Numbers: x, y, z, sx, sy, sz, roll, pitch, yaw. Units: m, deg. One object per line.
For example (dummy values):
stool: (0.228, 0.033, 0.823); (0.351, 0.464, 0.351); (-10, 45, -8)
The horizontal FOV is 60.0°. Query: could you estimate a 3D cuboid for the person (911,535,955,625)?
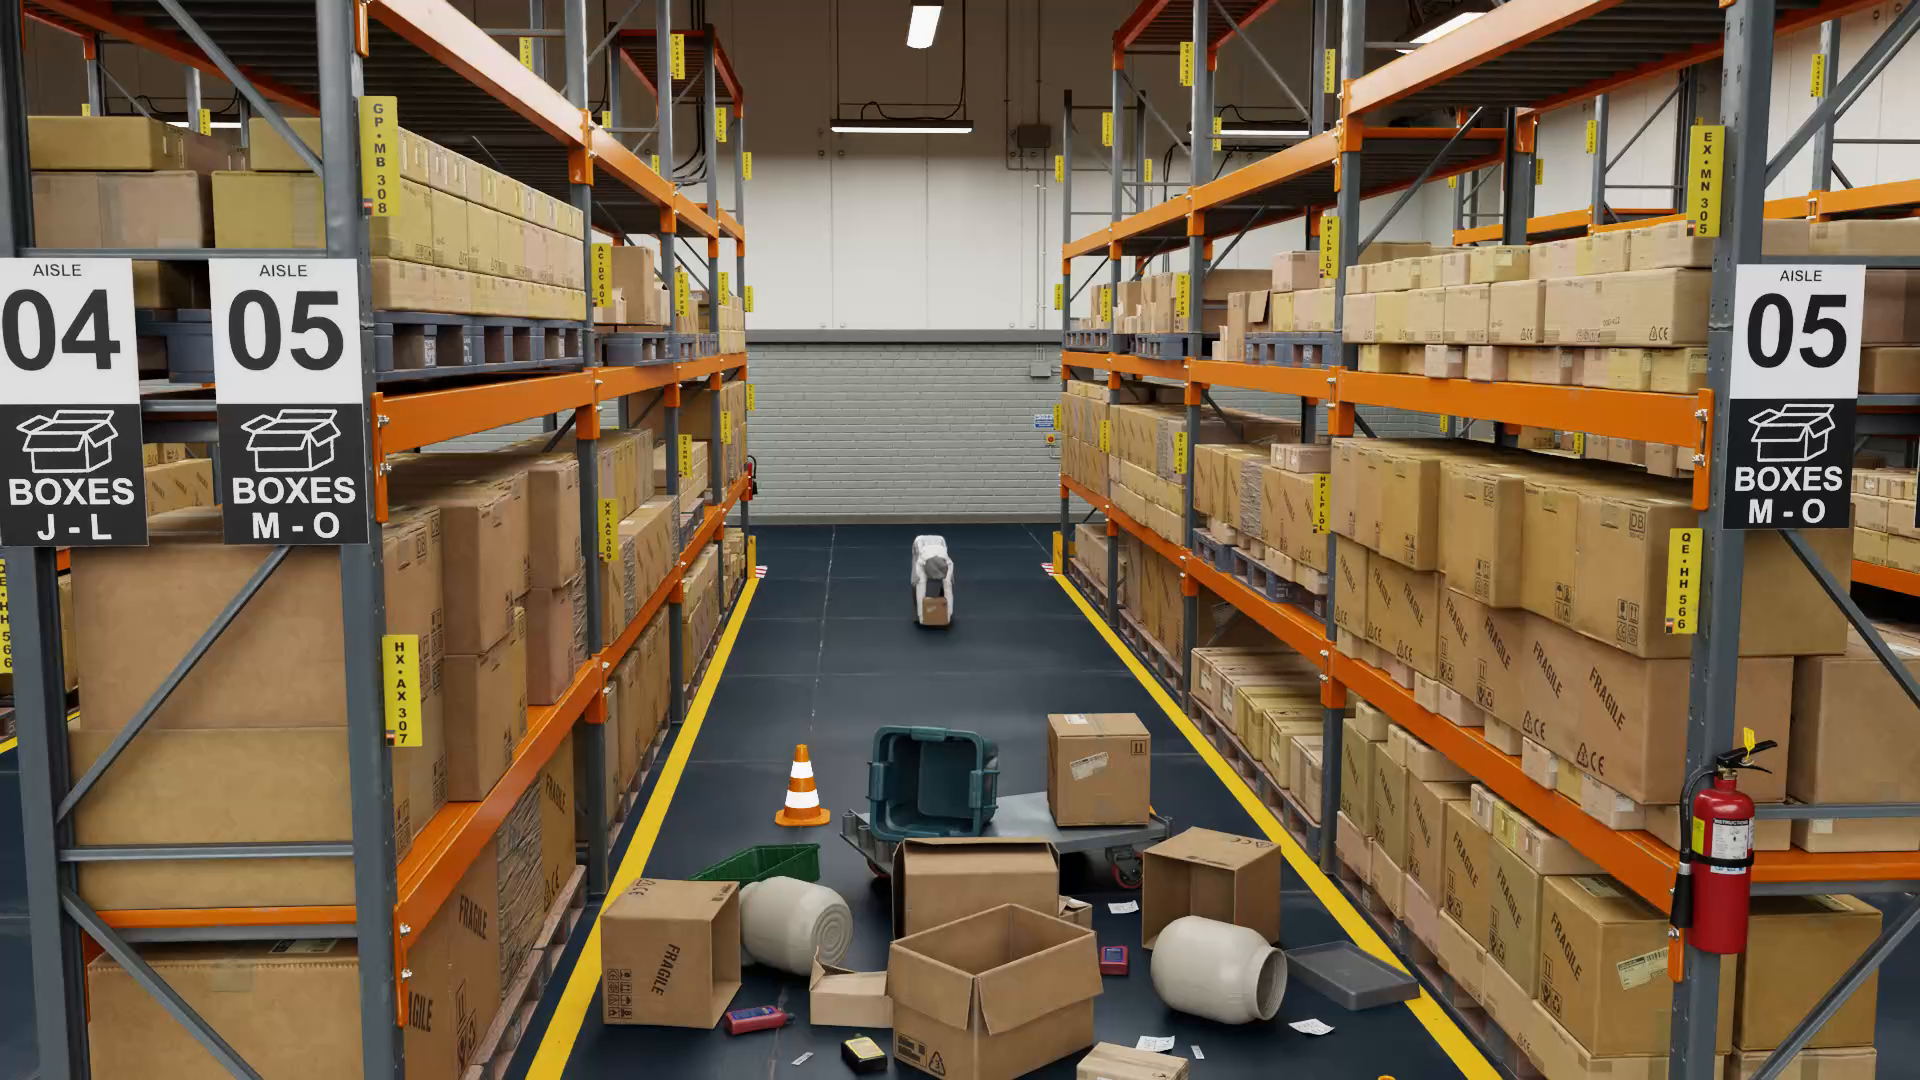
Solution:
person: (-0.282, 0.428, 17.384); (0.458, 0.904, 0.873); (-1, 7, -6)
